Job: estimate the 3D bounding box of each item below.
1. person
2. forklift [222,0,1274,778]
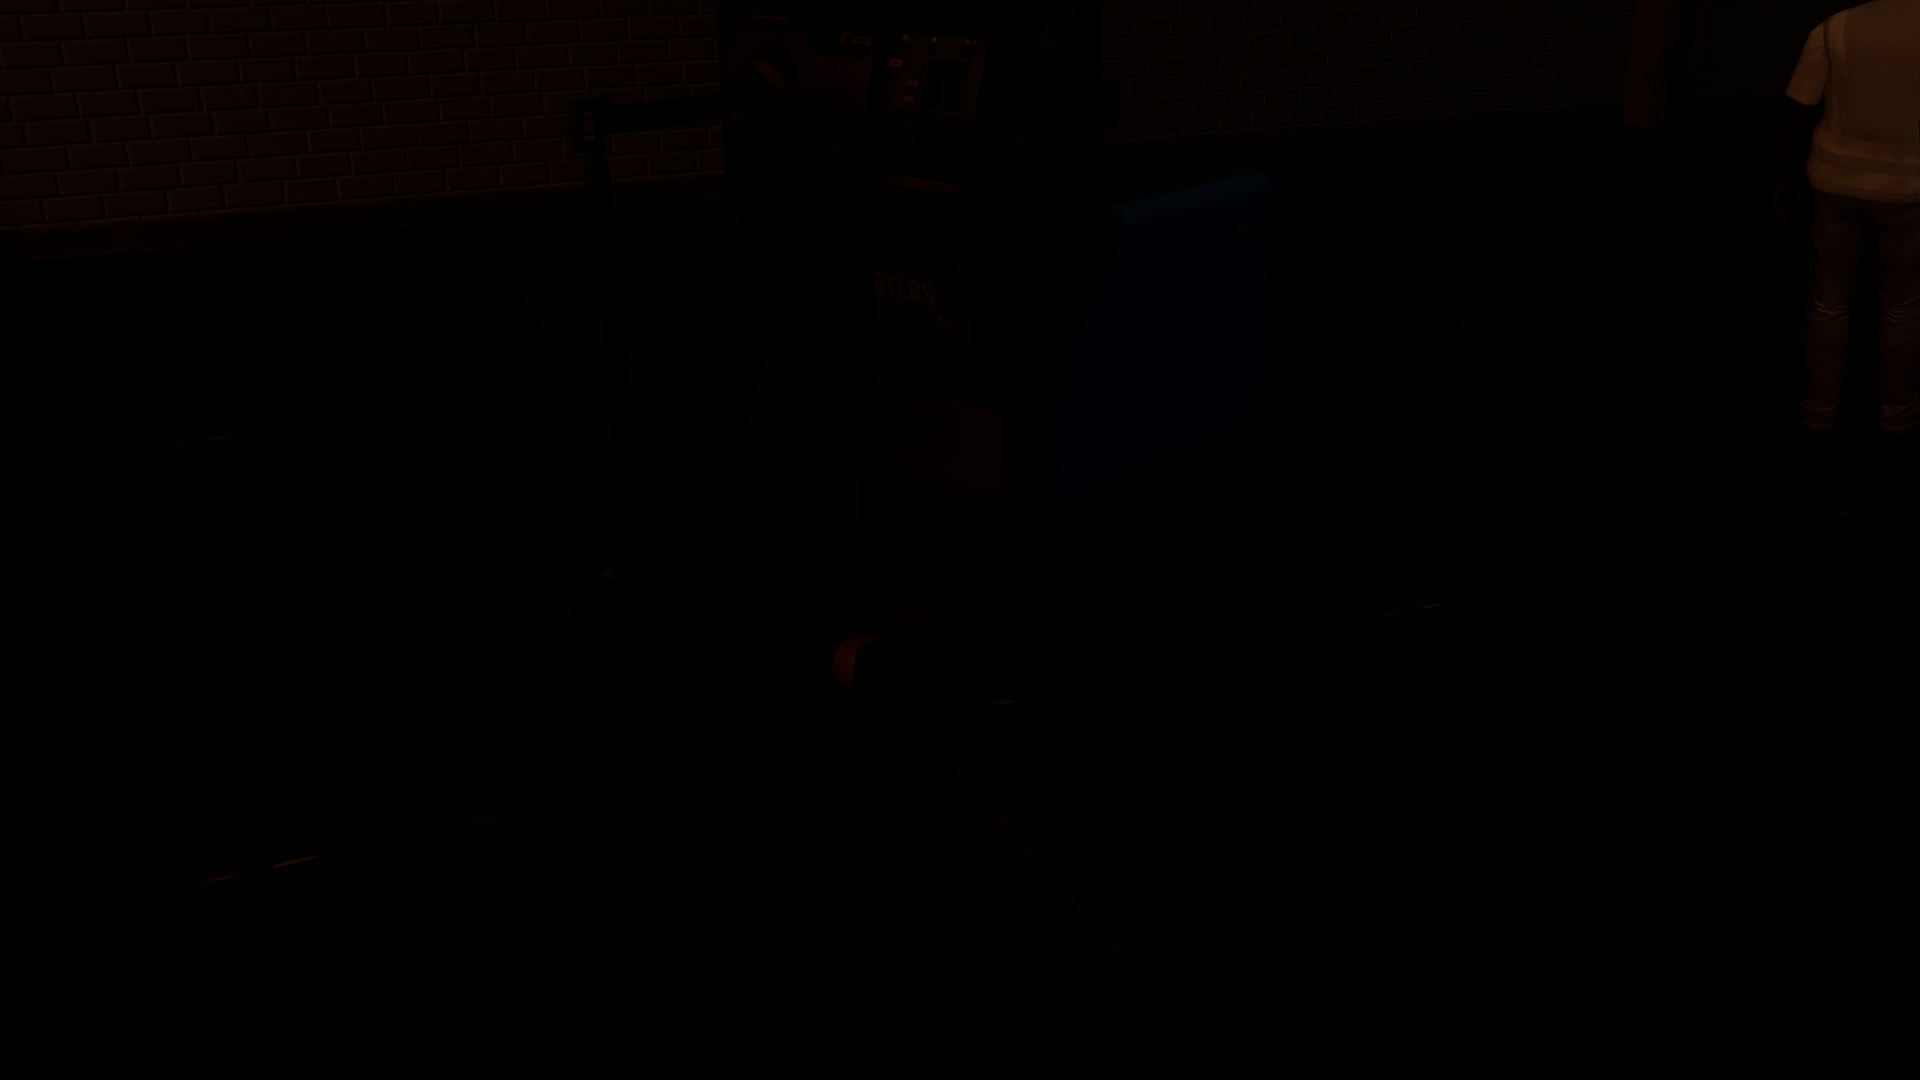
[{"bbox_3d":[3.191,-1.246,5.785,0.665,1.767,0.575,15,27,31],"label":"person"},{"bbox_3d":[-0.413,-1.182,4.131,1.130,2.935,3.031,19,29,39],"label":"forklift"}]
